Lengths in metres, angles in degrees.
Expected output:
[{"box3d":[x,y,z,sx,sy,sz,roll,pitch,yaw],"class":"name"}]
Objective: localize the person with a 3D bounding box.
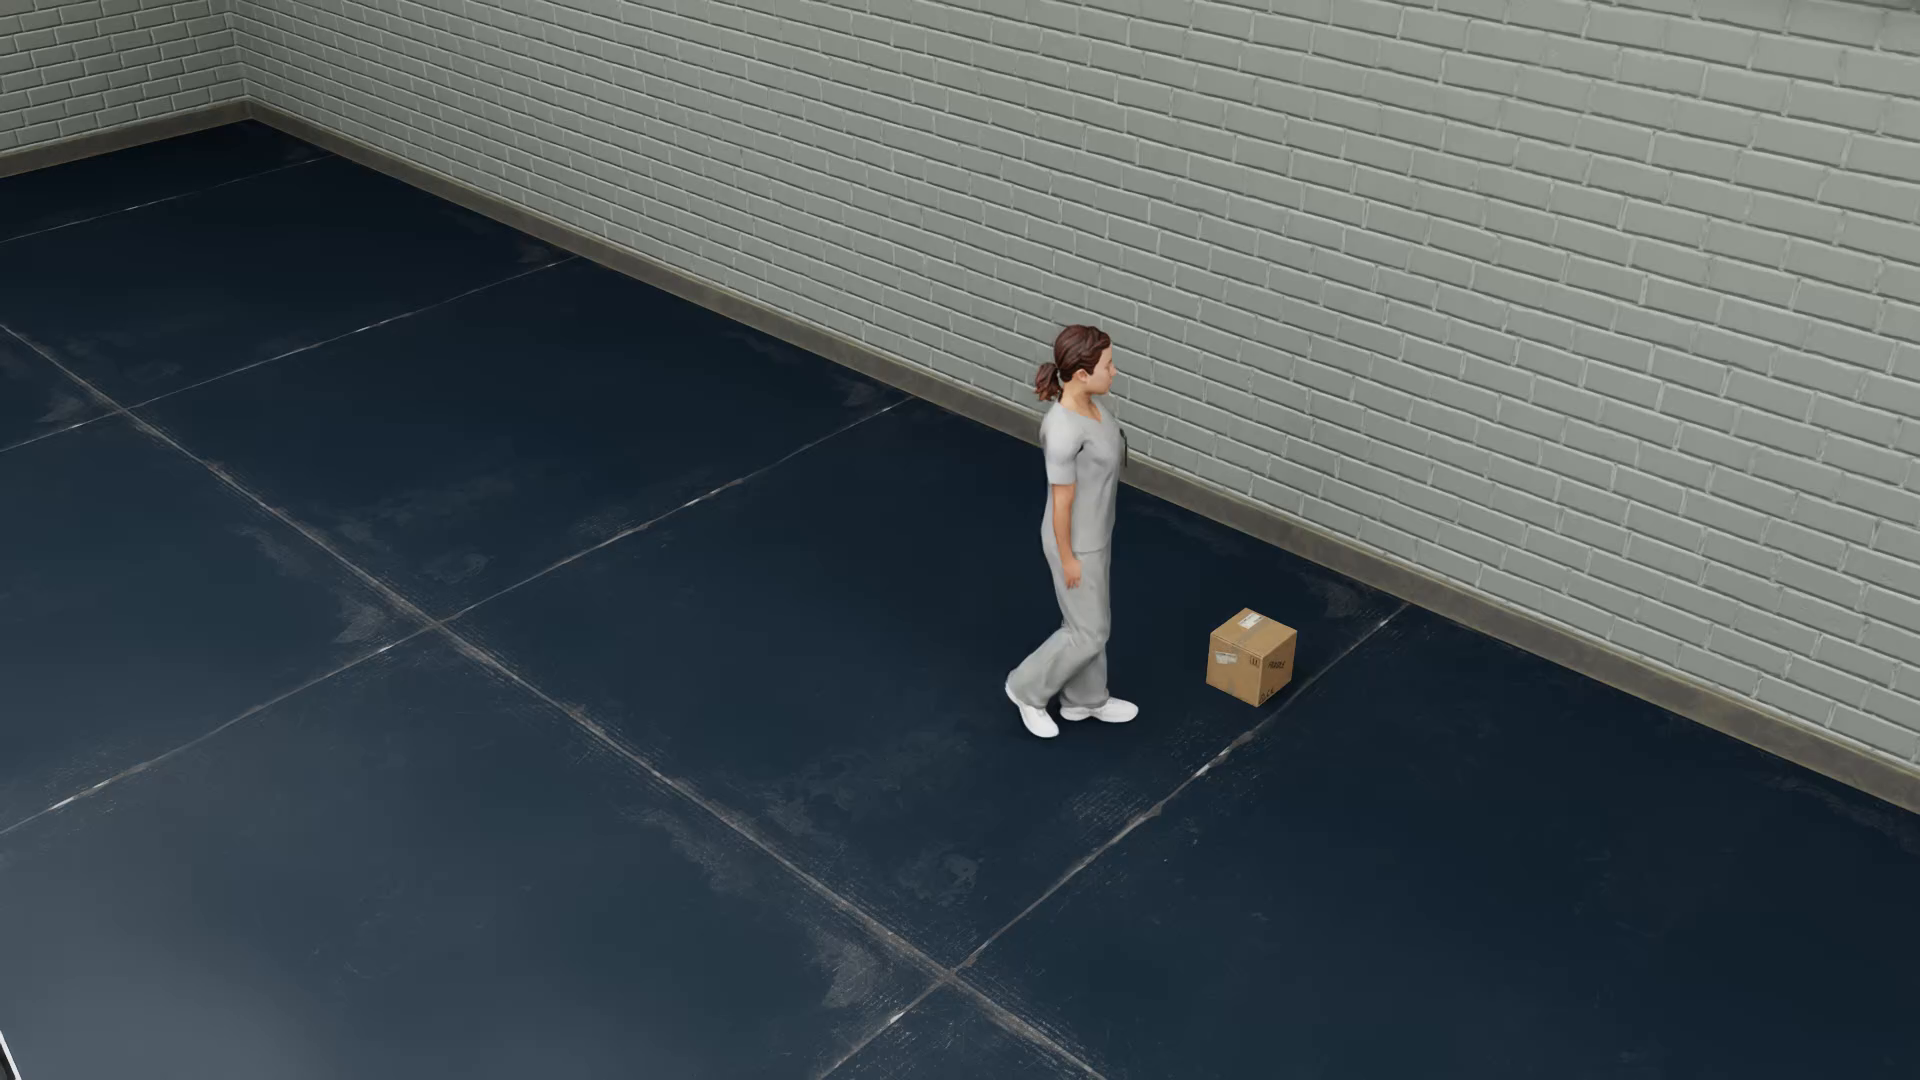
[{"box3d":[0.442,-0.019,6.155,0.519,1.670,0.460,8,32,12],"class":"person"}]
